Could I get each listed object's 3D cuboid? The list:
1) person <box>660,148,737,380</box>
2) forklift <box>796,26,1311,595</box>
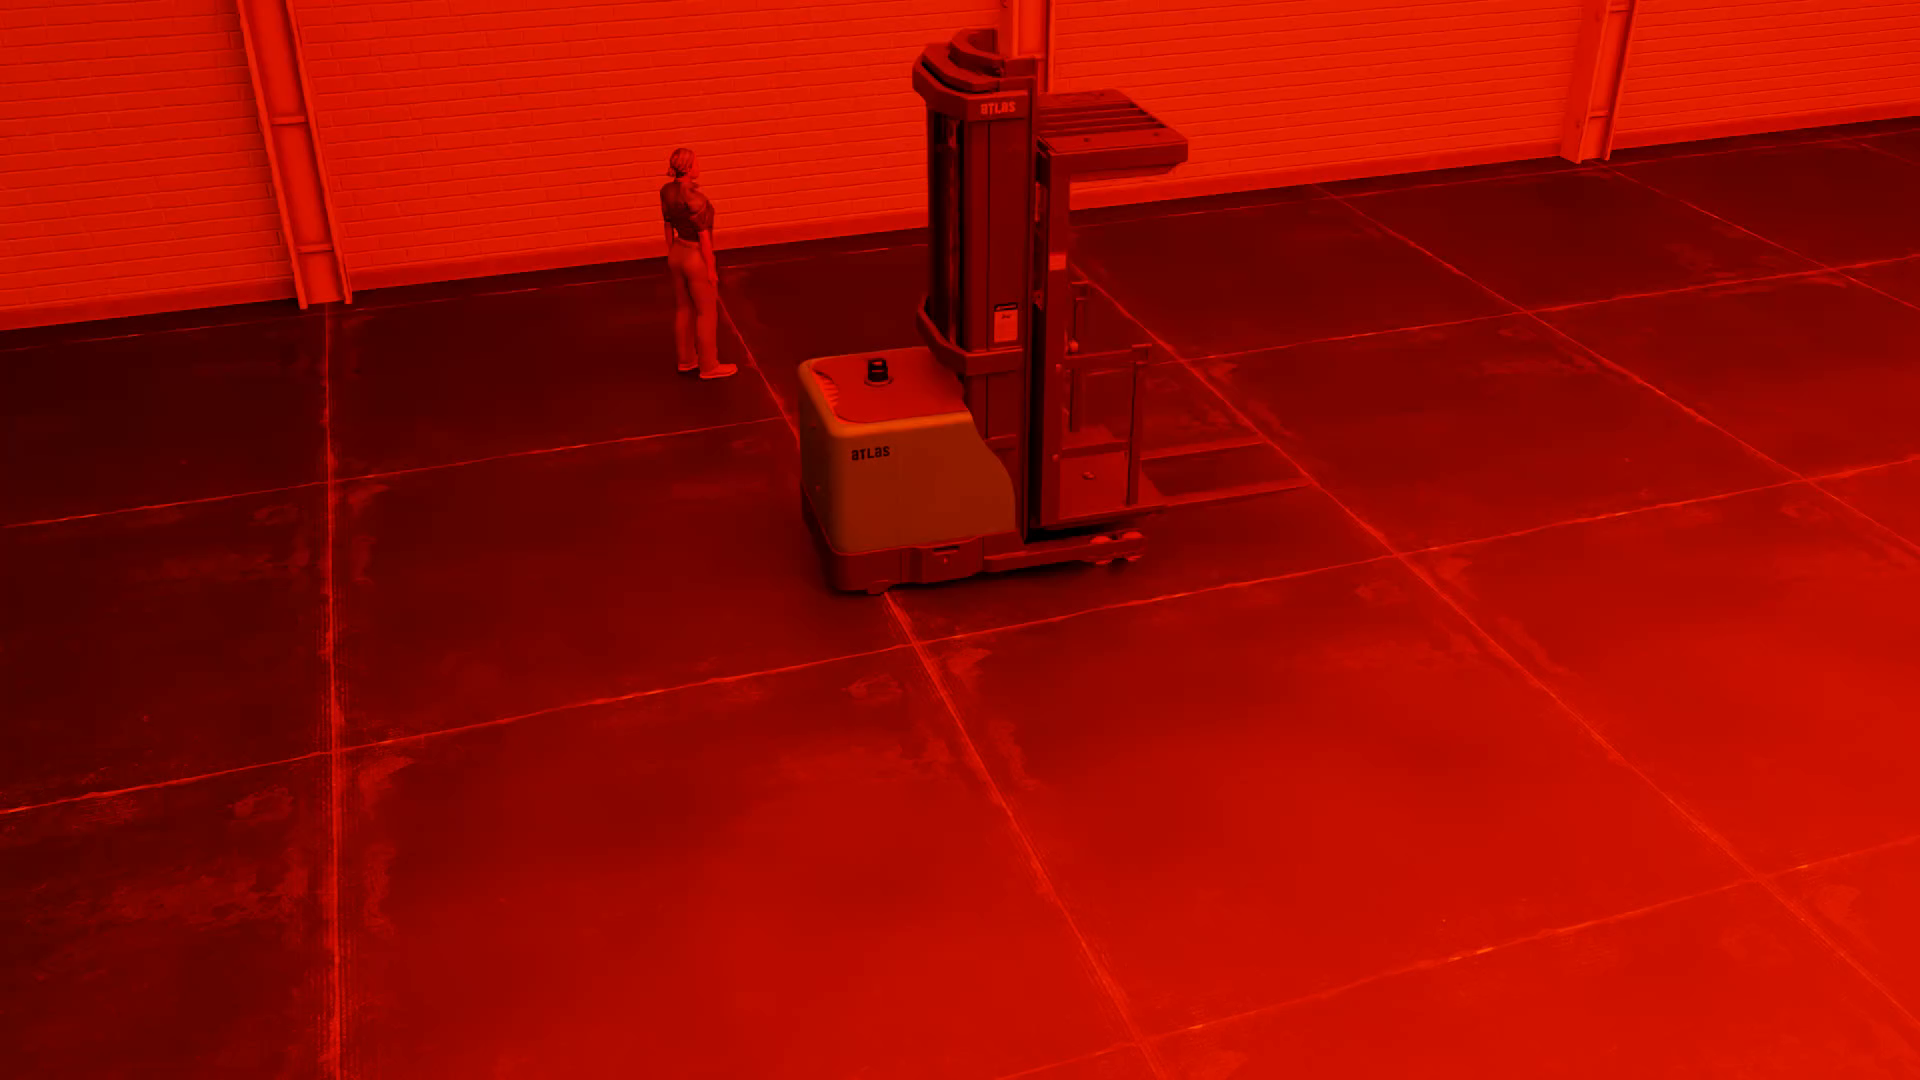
[{"bbox_3d":[-1.875,-1.962,11.775,0.446,1.662,0.325,25,38,36],"label":"person"},{"bbox_3d":[0.606,-1.369,9.466,3.031,2.935,1.130,-8,31,-14],"label":"forklift"}]
